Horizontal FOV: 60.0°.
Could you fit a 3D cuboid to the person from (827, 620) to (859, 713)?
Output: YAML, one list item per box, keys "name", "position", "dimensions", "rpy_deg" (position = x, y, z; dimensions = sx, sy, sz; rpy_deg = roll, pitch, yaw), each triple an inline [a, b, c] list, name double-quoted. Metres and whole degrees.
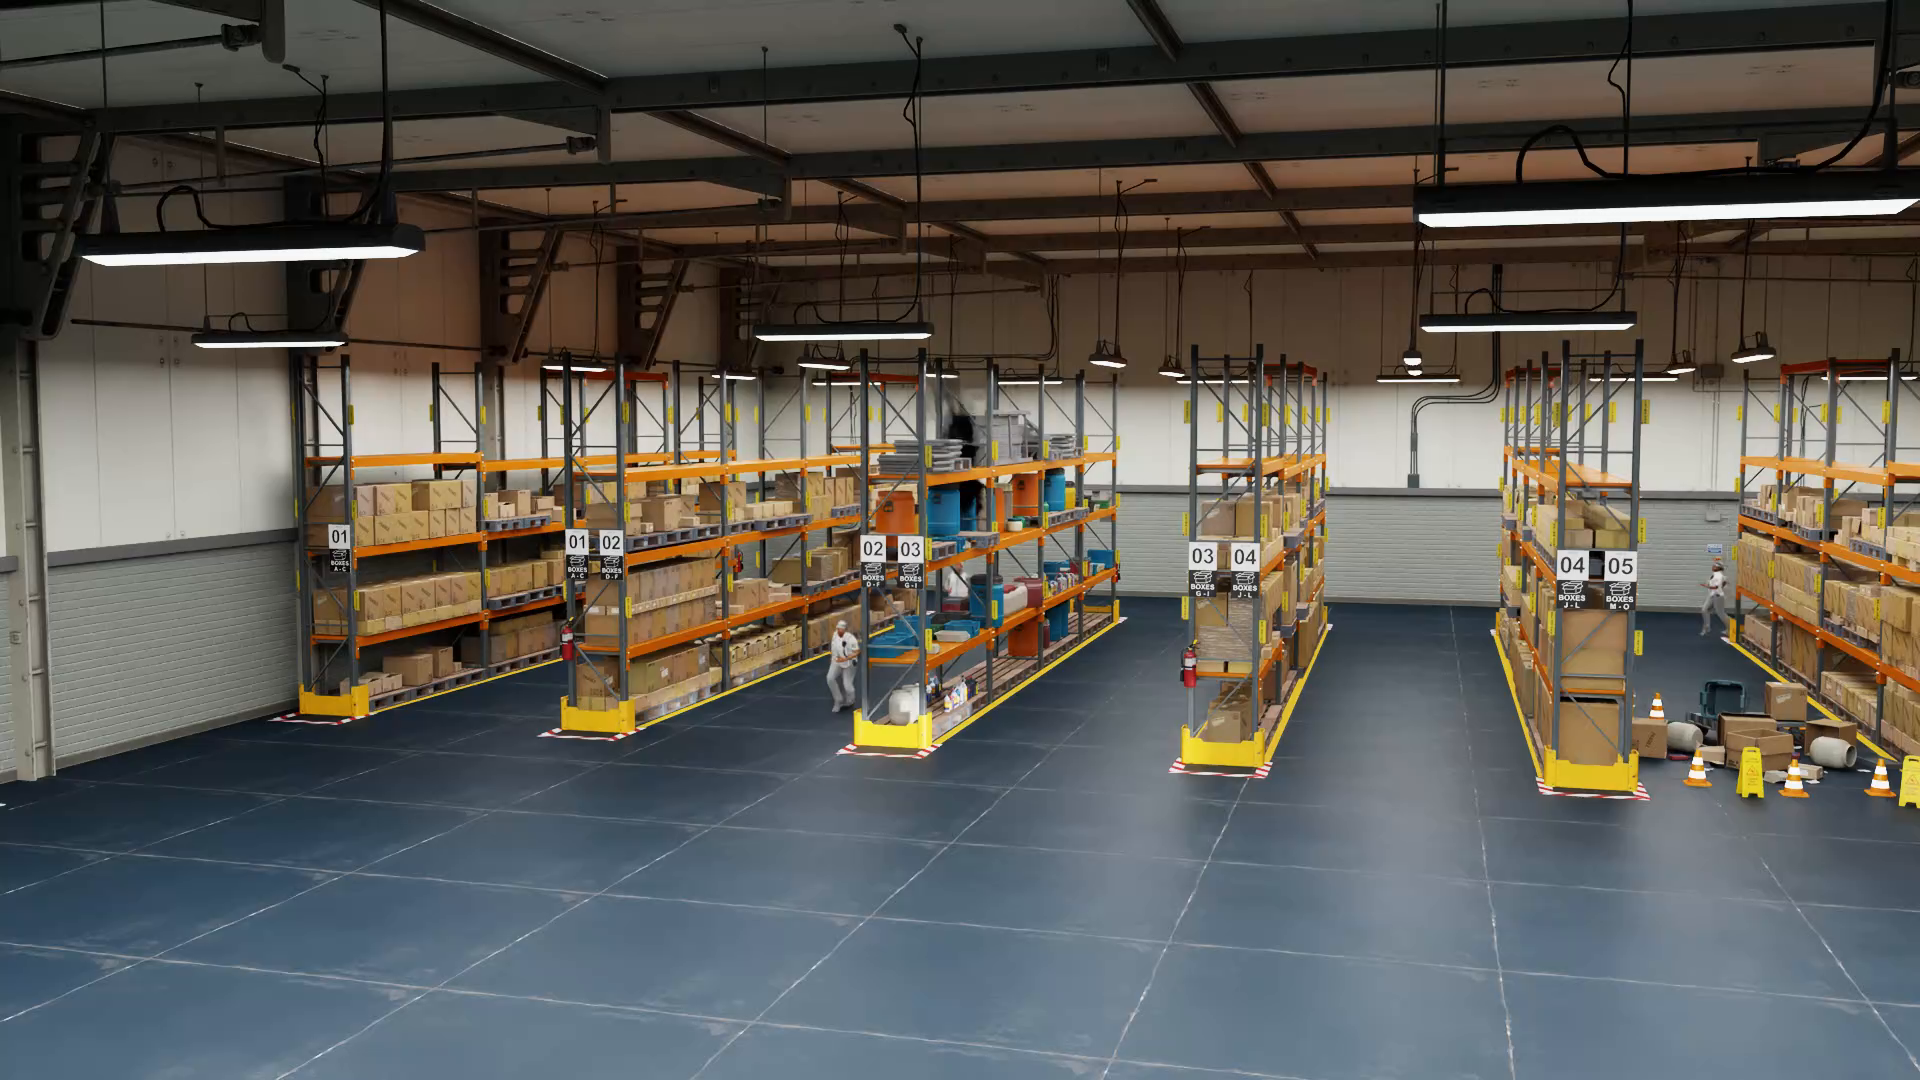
- name: "person"
  position: [-1.928, 2.101, 28.207]
  dimensions: [0.615, 1.561, 0.830]
  rpy_deg: [2, 5, 23]

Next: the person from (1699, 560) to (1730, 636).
- name: "person"
  position: [17.167, 1.332, 37.718]
  dimensions: [0.767, 1.758, 0.546]
  rpy_deg: [1, 4, 11]

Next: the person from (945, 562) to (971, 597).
- name: "person"
  position: [-0.028, 1.309, 37.746]
  dimensions: [0.669, 1.733, 0.760]
  rpy_deg: [1, 4, 10]
